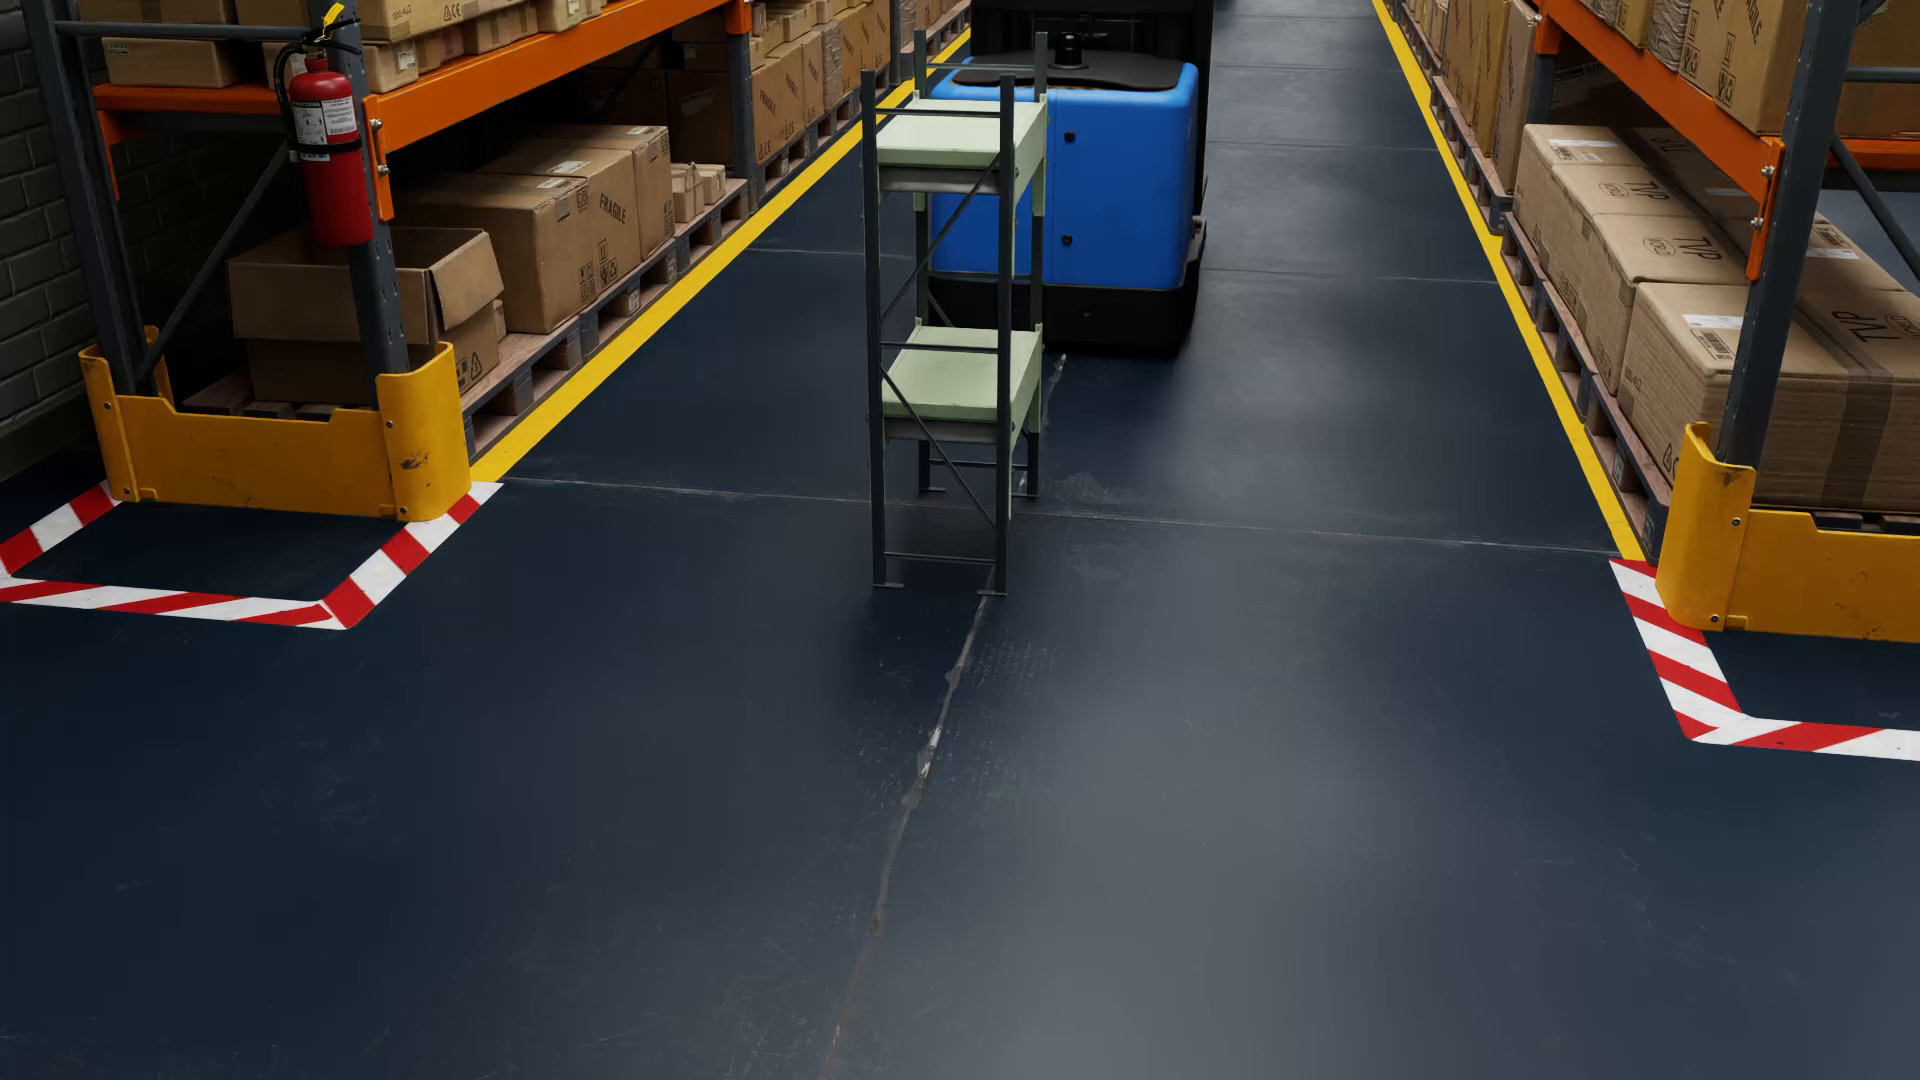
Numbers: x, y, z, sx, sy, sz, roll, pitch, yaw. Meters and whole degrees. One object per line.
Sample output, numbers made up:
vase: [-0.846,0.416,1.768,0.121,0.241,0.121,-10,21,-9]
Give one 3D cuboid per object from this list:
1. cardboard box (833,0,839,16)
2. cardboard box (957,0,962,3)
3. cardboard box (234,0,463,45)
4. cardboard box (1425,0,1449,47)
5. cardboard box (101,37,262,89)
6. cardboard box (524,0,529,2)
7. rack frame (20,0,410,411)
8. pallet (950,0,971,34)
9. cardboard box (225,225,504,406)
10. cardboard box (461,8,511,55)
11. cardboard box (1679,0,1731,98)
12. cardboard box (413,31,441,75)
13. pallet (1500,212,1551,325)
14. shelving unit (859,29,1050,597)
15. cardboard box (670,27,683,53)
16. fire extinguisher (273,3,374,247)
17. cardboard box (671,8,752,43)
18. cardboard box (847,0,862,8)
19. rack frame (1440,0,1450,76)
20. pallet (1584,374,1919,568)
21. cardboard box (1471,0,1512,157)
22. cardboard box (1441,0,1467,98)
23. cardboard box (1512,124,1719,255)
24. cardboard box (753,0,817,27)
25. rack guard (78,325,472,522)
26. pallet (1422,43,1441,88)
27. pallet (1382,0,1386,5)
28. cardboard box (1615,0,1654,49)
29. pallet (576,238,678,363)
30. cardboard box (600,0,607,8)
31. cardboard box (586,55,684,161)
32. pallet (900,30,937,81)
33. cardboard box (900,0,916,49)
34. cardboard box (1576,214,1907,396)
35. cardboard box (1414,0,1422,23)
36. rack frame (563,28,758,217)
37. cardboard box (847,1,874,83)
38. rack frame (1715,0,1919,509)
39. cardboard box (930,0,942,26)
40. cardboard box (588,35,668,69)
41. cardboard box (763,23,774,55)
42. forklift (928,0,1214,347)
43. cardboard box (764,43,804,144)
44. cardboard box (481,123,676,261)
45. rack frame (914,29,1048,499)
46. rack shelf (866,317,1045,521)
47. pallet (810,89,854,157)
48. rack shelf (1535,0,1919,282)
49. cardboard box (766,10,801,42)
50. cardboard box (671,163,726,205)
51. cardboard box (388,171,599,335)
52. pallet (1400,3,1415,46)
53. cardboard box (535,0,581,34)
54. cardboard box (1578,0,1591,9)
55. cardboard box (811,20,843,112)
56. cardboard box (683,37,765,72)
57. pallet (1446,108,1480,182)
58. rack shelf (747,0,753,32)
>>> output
cardboard box: [-1.012,-3.530,10.942,0.380,0.149,0.250,4,25,8]
cardboard box: [-0.373,-5.406,15.567,0.875,0.625,0.625,5,26,11]
cardboard box: [-1.920,-1.730,5.233,0.500,0.250,0.500,4,25,9]
cardboard box: [4.160,-4.040,12.947,0.950,0.372,0.625,4,25,8]
cardboard box: [-2.470,-1.535,5.288,0.380,0.149,0.250,4,25,8]
cardboard box: [-1.758,-2.153,6.137,0.500,0.250,0.500,4,25,8]
rack frame: [-2.259,-1.492,4.898,1.000,3.000,0.127,4,25,9]
pallet: [-0.380,-4.937,15.548,1.003,0.211,1.213,4,25,9]
cardboard box: [-2.066,-0.800,5.871,0.797,0.503,0.637,3,25,6]
cardboard box: [-1.829,-1.820,5.896,0.380,0.149,0.250,5,26,10]
cardboard box: [2.553,-1.624,5.062,0.500,0.500,0.500,3,25,7]
cardboard box: [-1.939,-1.606,5.439,0.380,0.149,0.250,5,25,10]
pallet: [3.090,-1.247,7.664,1.003,0.211,1.213,4,25,9]
shelving unit: [0.001,-0.682,4.938,0.431,1.500,0.755,4,25,9]
cardboard box: [-1.761,-2.903,9.602,0.380,0.149,0.250,4,25,9]
fire extinguisher: [-1.828,-1.194,4.794,0.296,0.674,0.183,4,25,9]
cardboard box: [-1.344,-2.787,9.003,0.380,0.149,0.250,4,25,8]
cardboard box: [-0.884,-3.742,11.394,0.380,0.149,0.250,3,25,7]
rack frame: [3.945,-4.495,11.315,1.000,3.000,0.127,4,25,9]
pallet: [2.692,-0.226,5.484,1.003,0.211,1.213,4,25,9]
cardboard box: [3.454,-2.693,9.477,0.875,0.875,0.875,5,26,10]
cardboard box: [3.751,-3.440,11.072,0.875,0.875,0.875,4,25,8]
cardboard box: [3.083,-1.597,7.650,0.875,0.438,0.875,4,25,8]
cardboard box: [-1.118,-3.313,10.478,0.380,0.149,0.250,4,25,9]
rack guard: [-2.247,-0.391,5.496,1.175,0.500,0.348,4,25,9]
pallet: [4.075,-3.559,12.604,1.003,0.211,1.213,4,25,9]
pallet: [4.871,-5.700,17.179,1.003,0.211,1.213,4,25,9]
cardboard box: [2.699,-2.056,5.987,0.500,0.500,0.500,5,26,10]
pallet: [-1.916,-1.103,7.357,1.003,0.211,1.213,4,25,9]
cardboard box: [-1.679,-2.256,6.827,0.380,0.149,0.250,4,25,8]
cardboard box: [-1.817,-2.448,9.396,0.500,0.500,0.500,4,25,8]
pallet: [-0.779,-3.916,13.367,1.003,0.211,1.213,4,25,9]
cardboard box: [-0.837,-4.212,13.016,0.875,0.625,0.625,5,26,10]
cardboard box: [2.789,-0.845,6.045,0.875,0.438,0.875,5,25,10]
cardboard box: [4.402,-4.648,14.245,0.950,0.372,0.625,6,26,12]
rack frame: [-1.606,-3.165,8.472,1.000,3.000,0.127,4,25,9]
cardboard box: [-0.901,-3.495,11.632,0.500,0.500,0.500,4,25,8]
rack frame: [2.638,-1.149,4.167,1.000,3.000,0.127,4,25,9]
cardboard box: [-0.628,-4.768,14.203,0.875,0.625,0.625,3,25,6]
cardboard box: [-1.830,-2.690,9.147,0.380,0.149,0.250,3,25,6]
cardboard box: [-1.285,-2.877,9.547,0.380,0.149,0.250,3,25,6]
forklift: [0.634,-2.709,7.579,1.130,2.935,3.031,4,25,9]
cardboard box: [-1.227,-2.633,9.790,0.500,0.500,0.500,4,25,8]
cardboard box: [-1.718,-1.588,7.557,0.700,0.500,0.500,3,25,7]
rack frame: [0.061,-0.835,5.265,0.400,1.500,0.023,4,25,9]
rack shelf: [0.001,-0.387,5.076,0.431,0.370,0.720,4,25,9]
pallet: [-1.313,-2.756,10.889,1.003,0.211,1.213,4,25,9]
rack shelf: [2.965,-1.660,6.107,1.077,0.370,4.000,4,25,9]
cardboard box: [-1.176,-3.095,10.012,0.380,0.149,0.250,4,25,8]
cardboard box: [-1.407,-1.810,8.447,0.380,0.149,0.250,3,25,7]
cardboard box: [-1.888,-1.154,6.630,0.700,0.500,0.500,5,26,11]
pallet: [4.473,-4.579,14.785,1.003,0.211,1.213,4,25,9]
cardboard box: [-1.676,-2.032,6.349,0.380,0.149,0.250,3,25,7]
cardboard box: [2.870,-2.479,6.890,0.500,0.500,0.500,4,25,9]
cardboard box: [-1.051,-3.058,10.697,0.500,0.500,0.500,3,25,7]
cardboard box: [-1.285,-2.648,9.057,0.380,0.149,0.250,5,26,11]
pallet: [3.541,-2.399,10.126,1.003,0.211,1.213,4,25,9]
rack shelf: [-1.279,-3.675,10.412,1.077,0.370,4.000,4,25,9]
